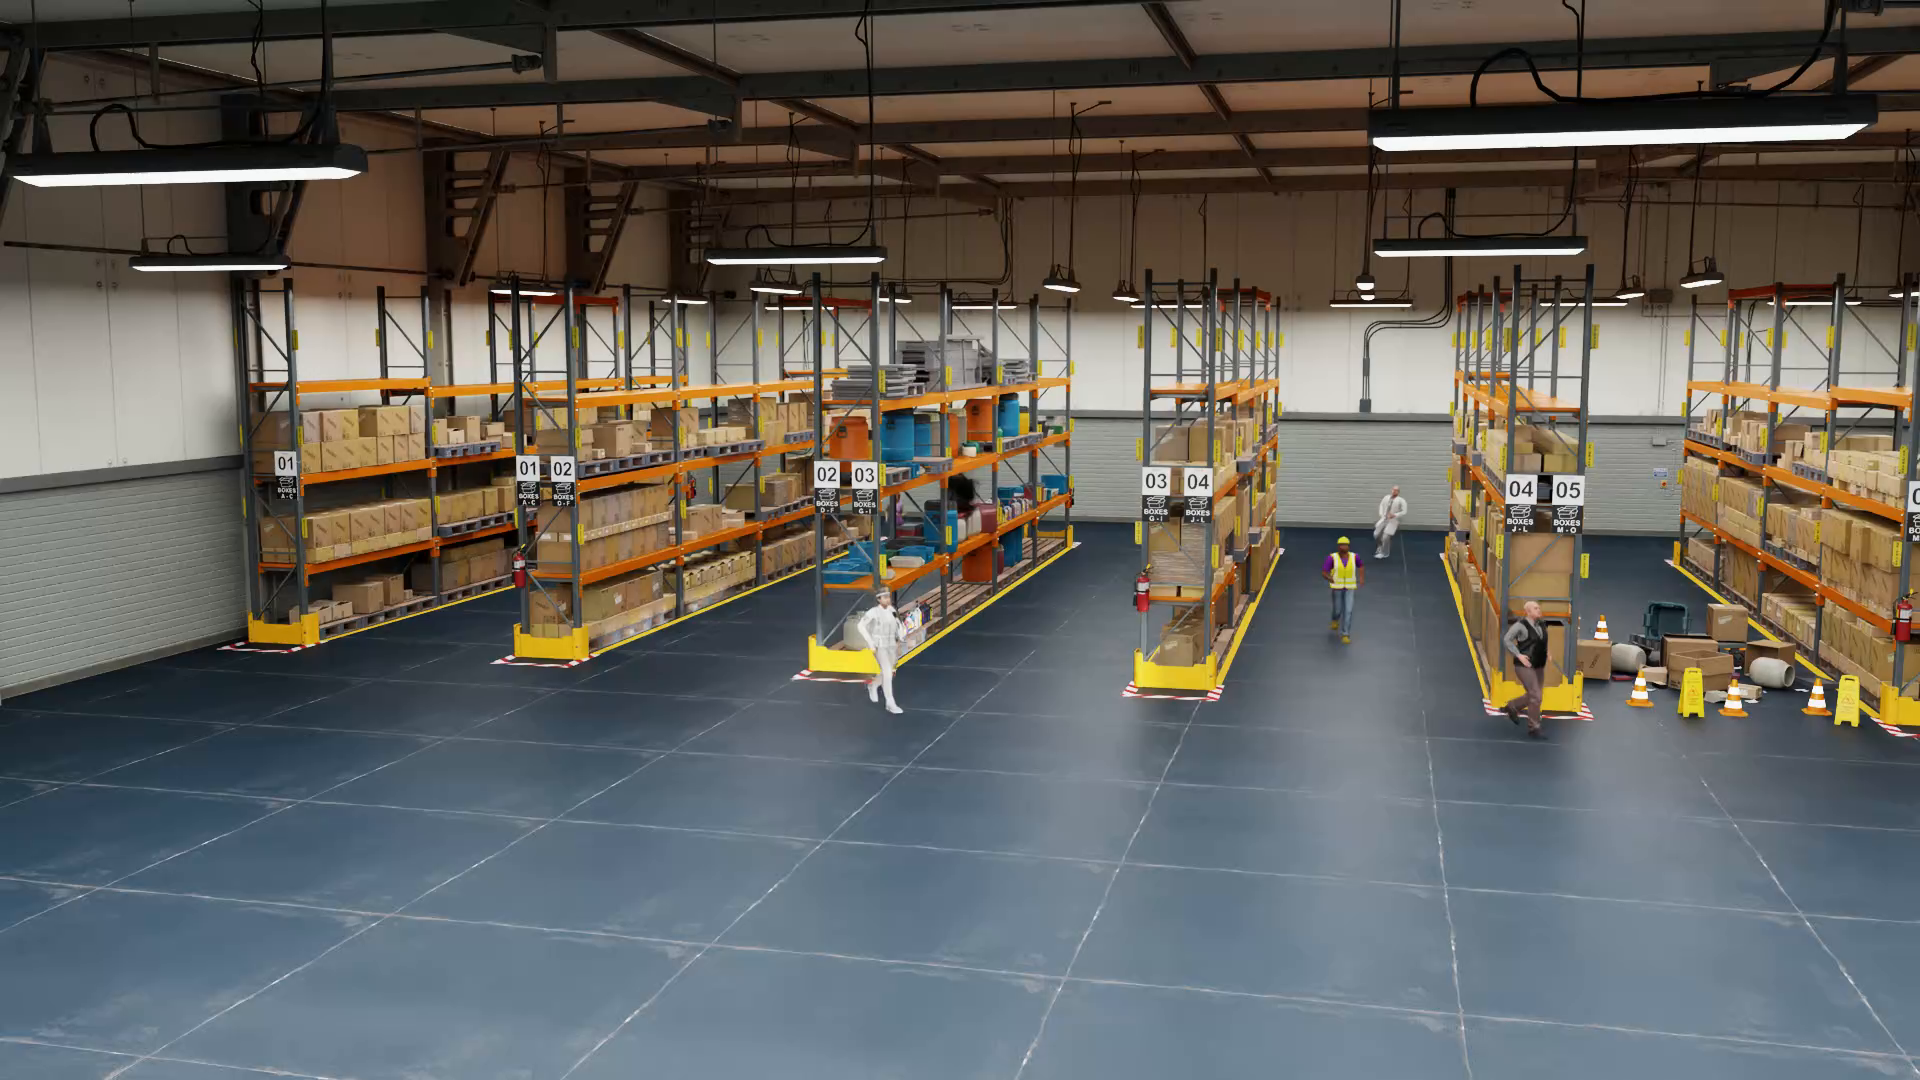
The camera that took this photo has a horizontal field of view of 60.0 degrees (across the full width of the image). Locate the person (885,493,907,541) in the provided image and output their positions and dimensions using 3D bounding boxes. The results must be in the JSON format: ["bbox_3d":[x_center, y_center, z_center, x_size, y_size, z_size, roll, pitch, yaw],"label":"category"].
[{"bbox_3d":[-1.449,-0.289,37.416,0.518,1.627,0.795,0,7,3],"label":"person"}]

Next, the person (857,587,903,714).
[{"bbox_3d":[-1.048,1.462,22.528,0.609,1.688,0.776,-6,9,-41],"label":"person"}]

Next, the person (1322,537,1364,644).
[{"bbox_3d":[6.410,0.812,27.783,0.713,1.741,0.966,1,7,6],"label":"person"}]

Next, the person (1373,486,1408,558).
[{"bbox_3d":[9.853,-0.403,38.124,0.540,1.693,0.769,-7,10,-45],"label":"person"}]

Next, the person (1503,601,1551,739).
[{"bbox_3d":[7.240,1.627,21.208,0.677,1.716,0.765,-4,8,-33],"label":"person"}]
